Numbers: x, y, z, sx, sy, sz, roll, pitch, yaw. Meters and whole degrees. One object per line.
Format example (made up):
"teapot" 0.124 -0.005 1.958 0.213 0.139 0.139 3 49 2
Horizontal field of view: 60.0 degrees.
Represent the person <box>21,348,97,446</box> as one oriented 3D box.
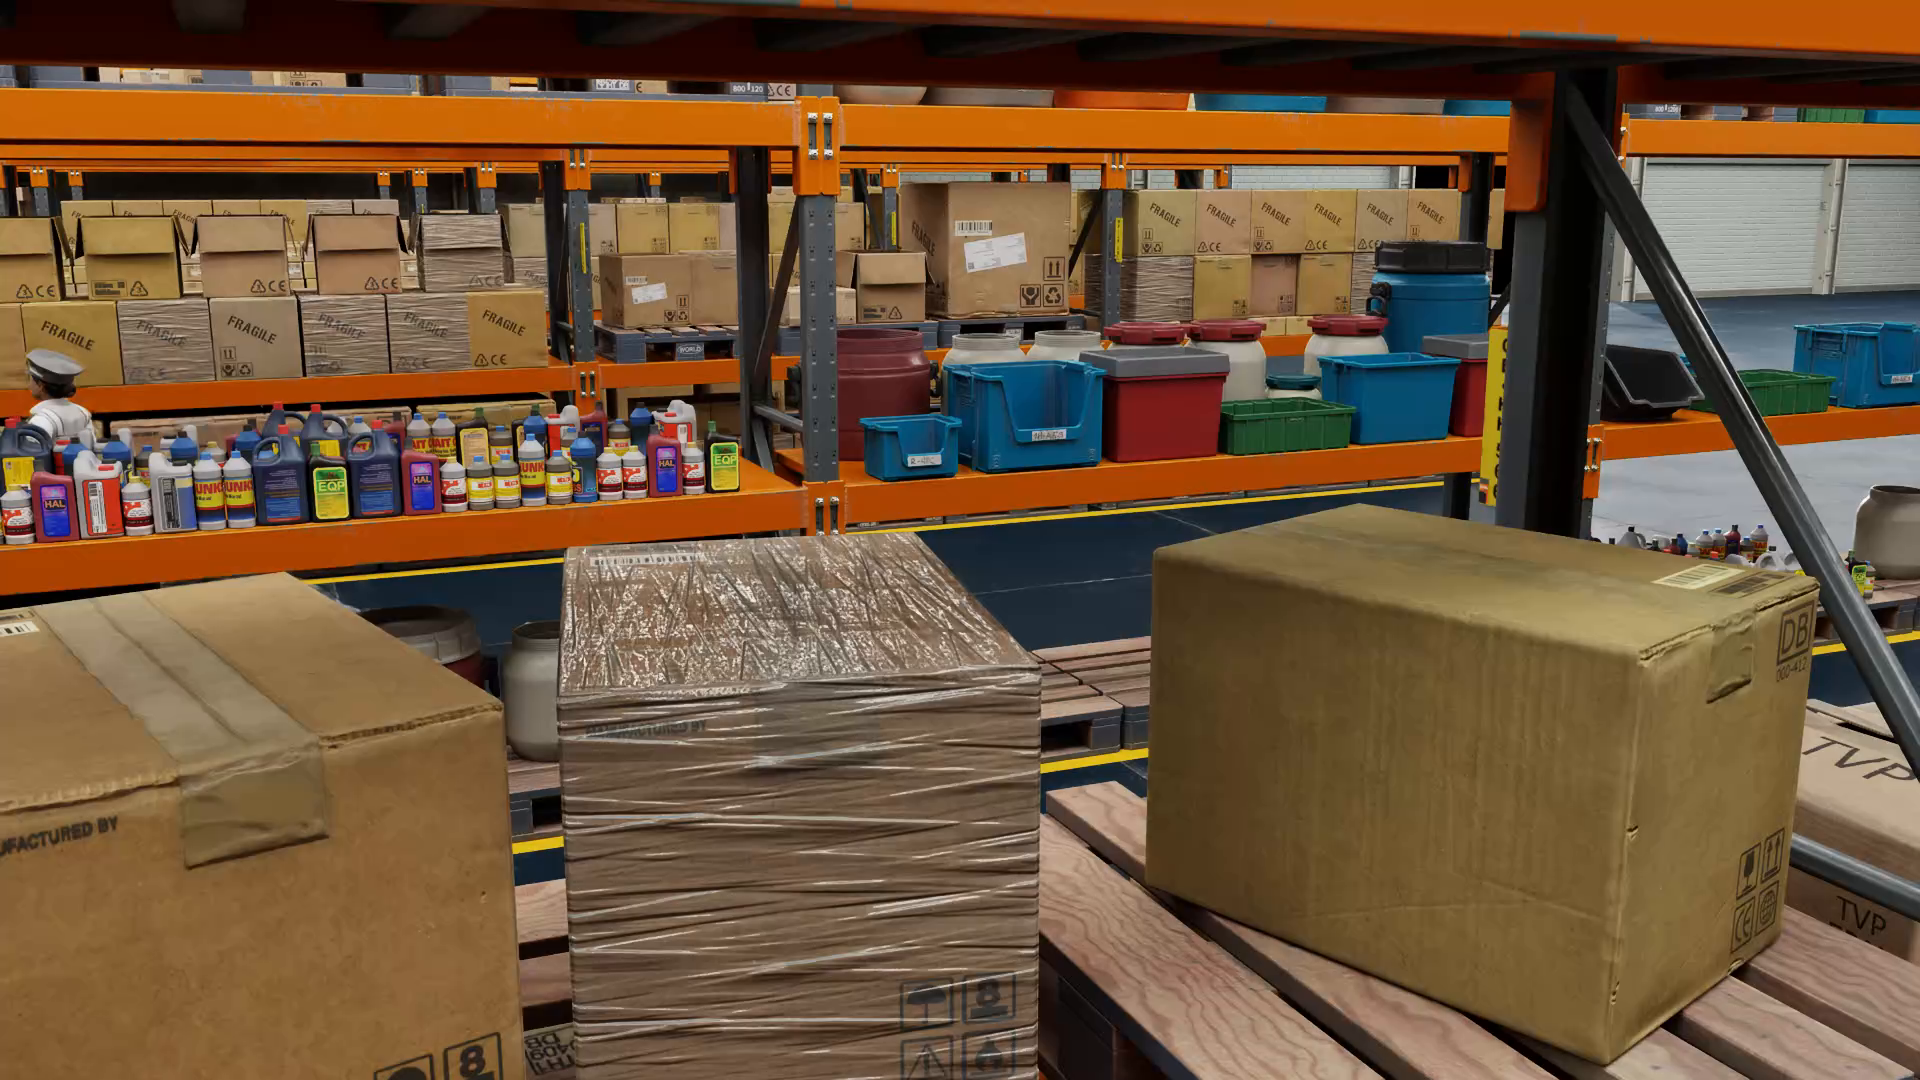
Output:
"person" -4.740 -0.162 8.571 0.934 1.646 0.488 -1 12 -3
